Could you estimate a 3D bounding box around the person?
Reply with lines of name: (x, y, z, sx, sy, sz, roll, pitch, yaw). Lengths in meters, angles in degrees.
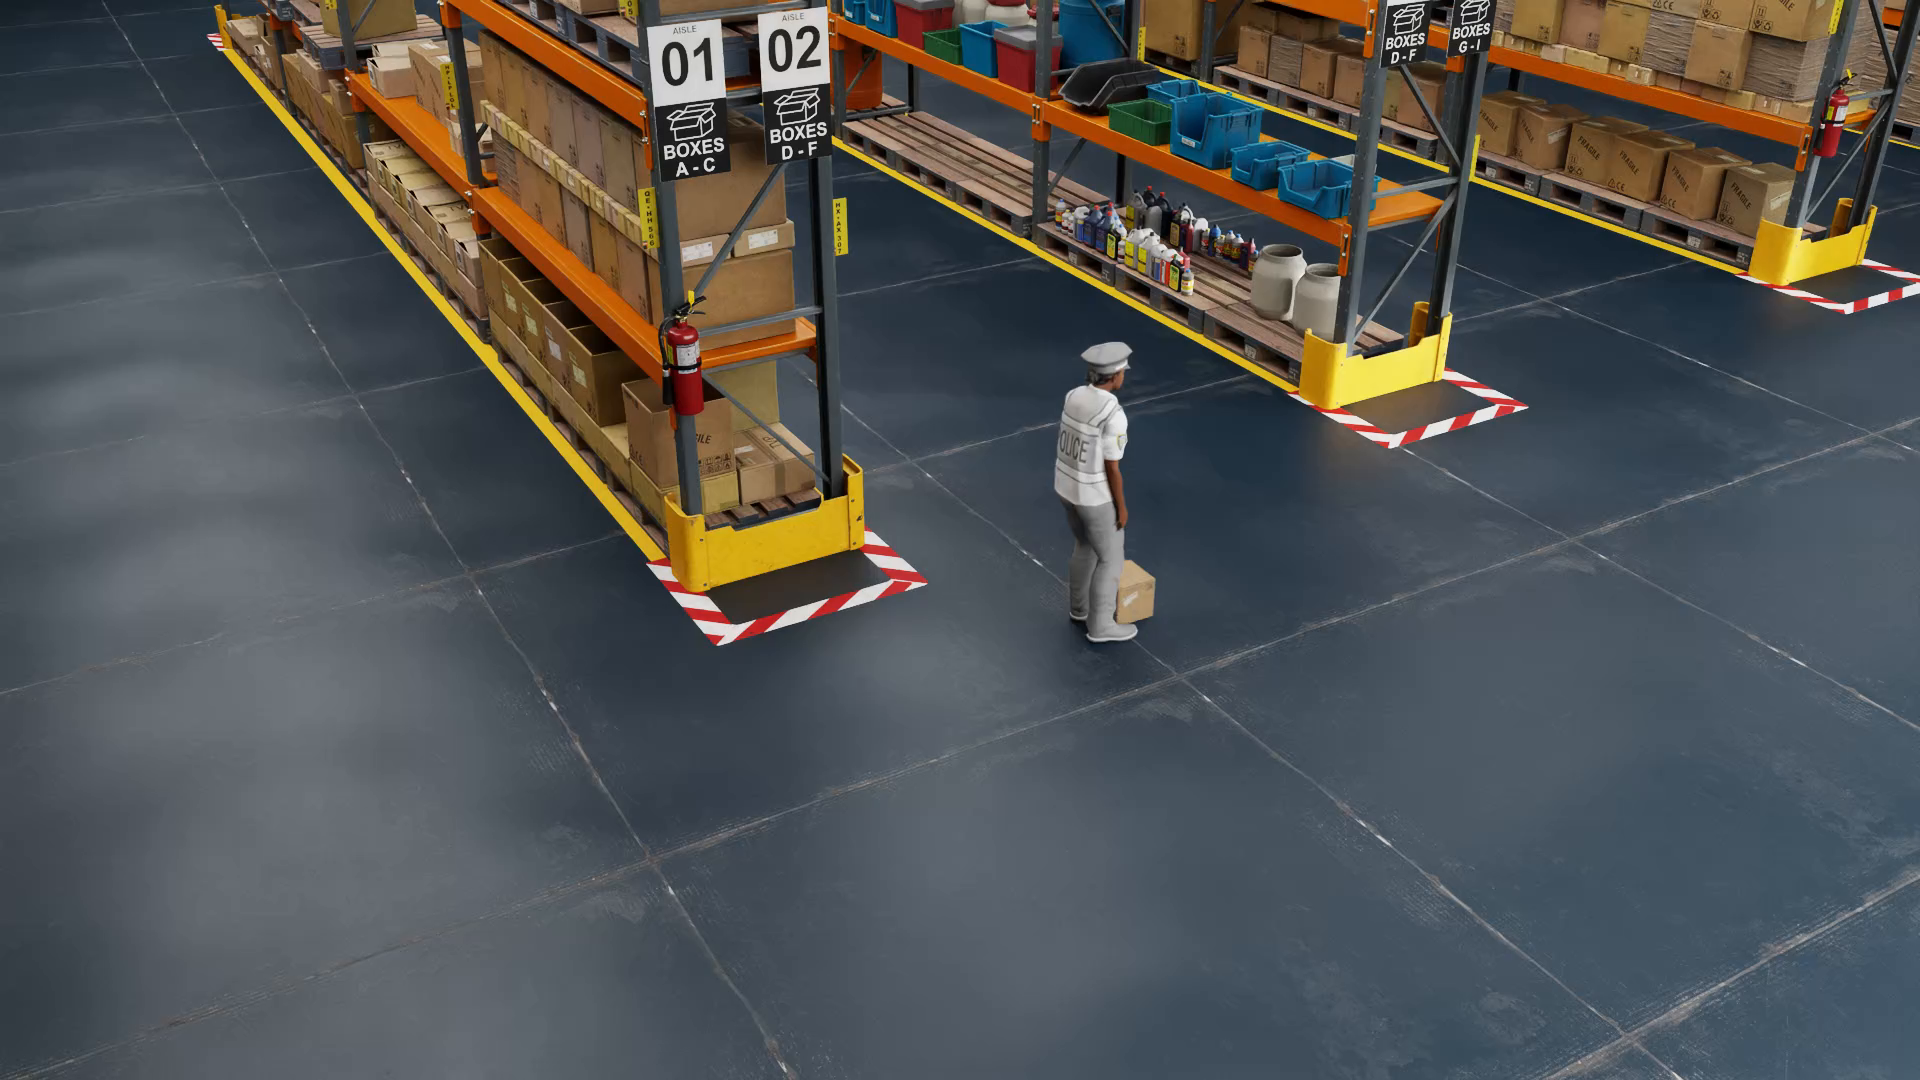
person: (0.747, -0.250, 9.007, 0.427, 1.655, 0.516, -18, 34, -28)
